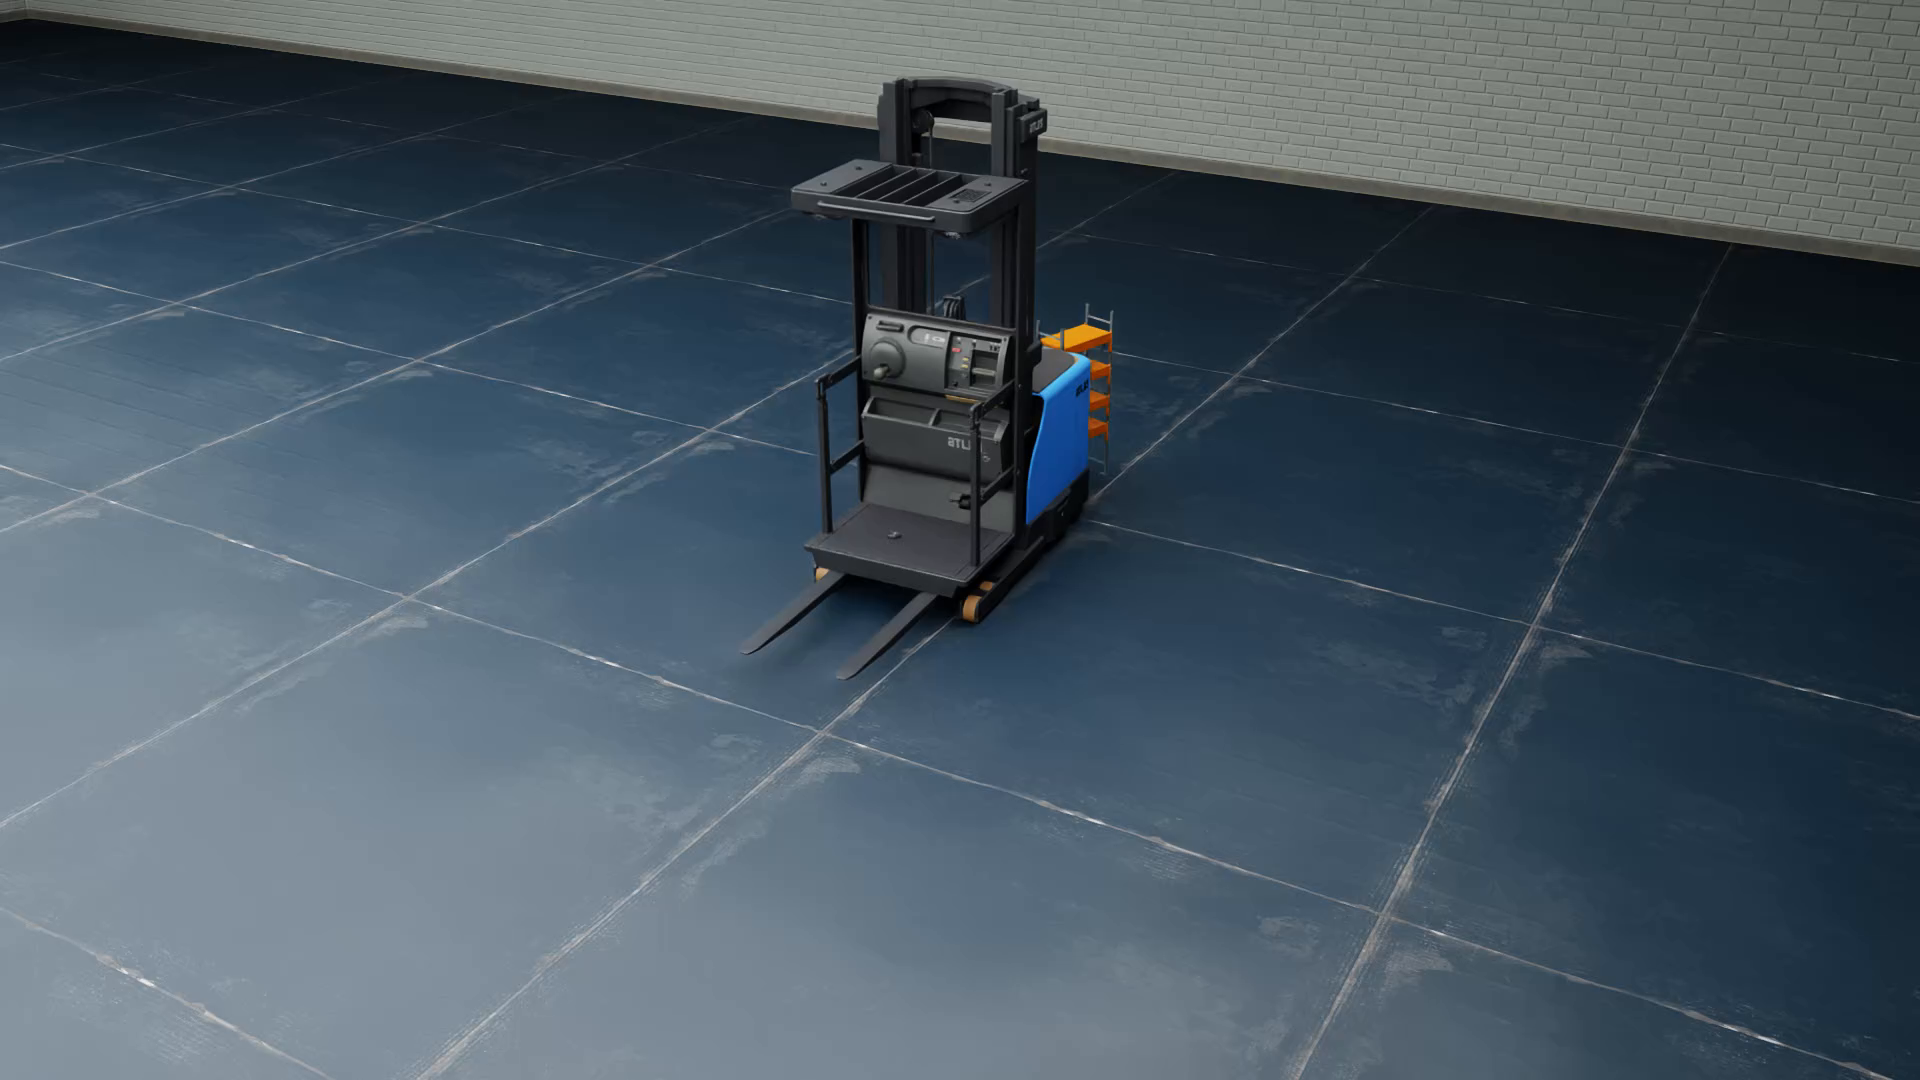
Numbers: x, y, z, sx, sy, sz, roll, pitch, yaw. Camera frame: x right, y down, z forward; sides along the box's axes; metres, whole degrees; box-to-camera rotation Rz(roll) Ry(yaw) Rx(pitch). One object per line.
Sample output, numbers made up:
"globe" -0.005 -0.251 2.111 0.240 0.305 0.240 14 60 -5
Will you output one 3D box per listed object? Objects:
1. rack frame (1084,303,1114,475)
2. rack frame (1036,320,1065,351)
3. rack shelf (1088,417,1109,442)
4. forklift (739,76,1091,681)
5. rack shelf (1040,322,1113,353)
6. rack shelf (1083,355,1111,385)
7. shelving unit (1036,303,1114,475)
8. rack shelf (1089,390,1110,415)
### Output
"rack frame" 0.943 -1.030 11.467 0.015 1.200 0.240 -24 35 -39
"rack frame" 0.593 -0.877 11.163 0.015 1.200 0.240 -24 35 -39
"rack shelf" 0.768 -0.716 11.434 0.480 0.148 0.258 -24 35 -39
"forklift" -0.240 -1.047 9.567 1.130 2.935 3.031 12 29 23
"rack shelf" 0.768 -1.305 11.139 0.480 0.148 0.258 -24 35 -39
"rack shelf" 0.768 -1.093 11.245 0.480 0.148 0.258 -24 35 -39
"shelving unit" 0.768 -0.954 11.315 0.503 1.200 0.258 -24 35 -39
"rack shelf" 0.768 -0.893 11.345 0.480 0.148 0.258 -24 35 -39
